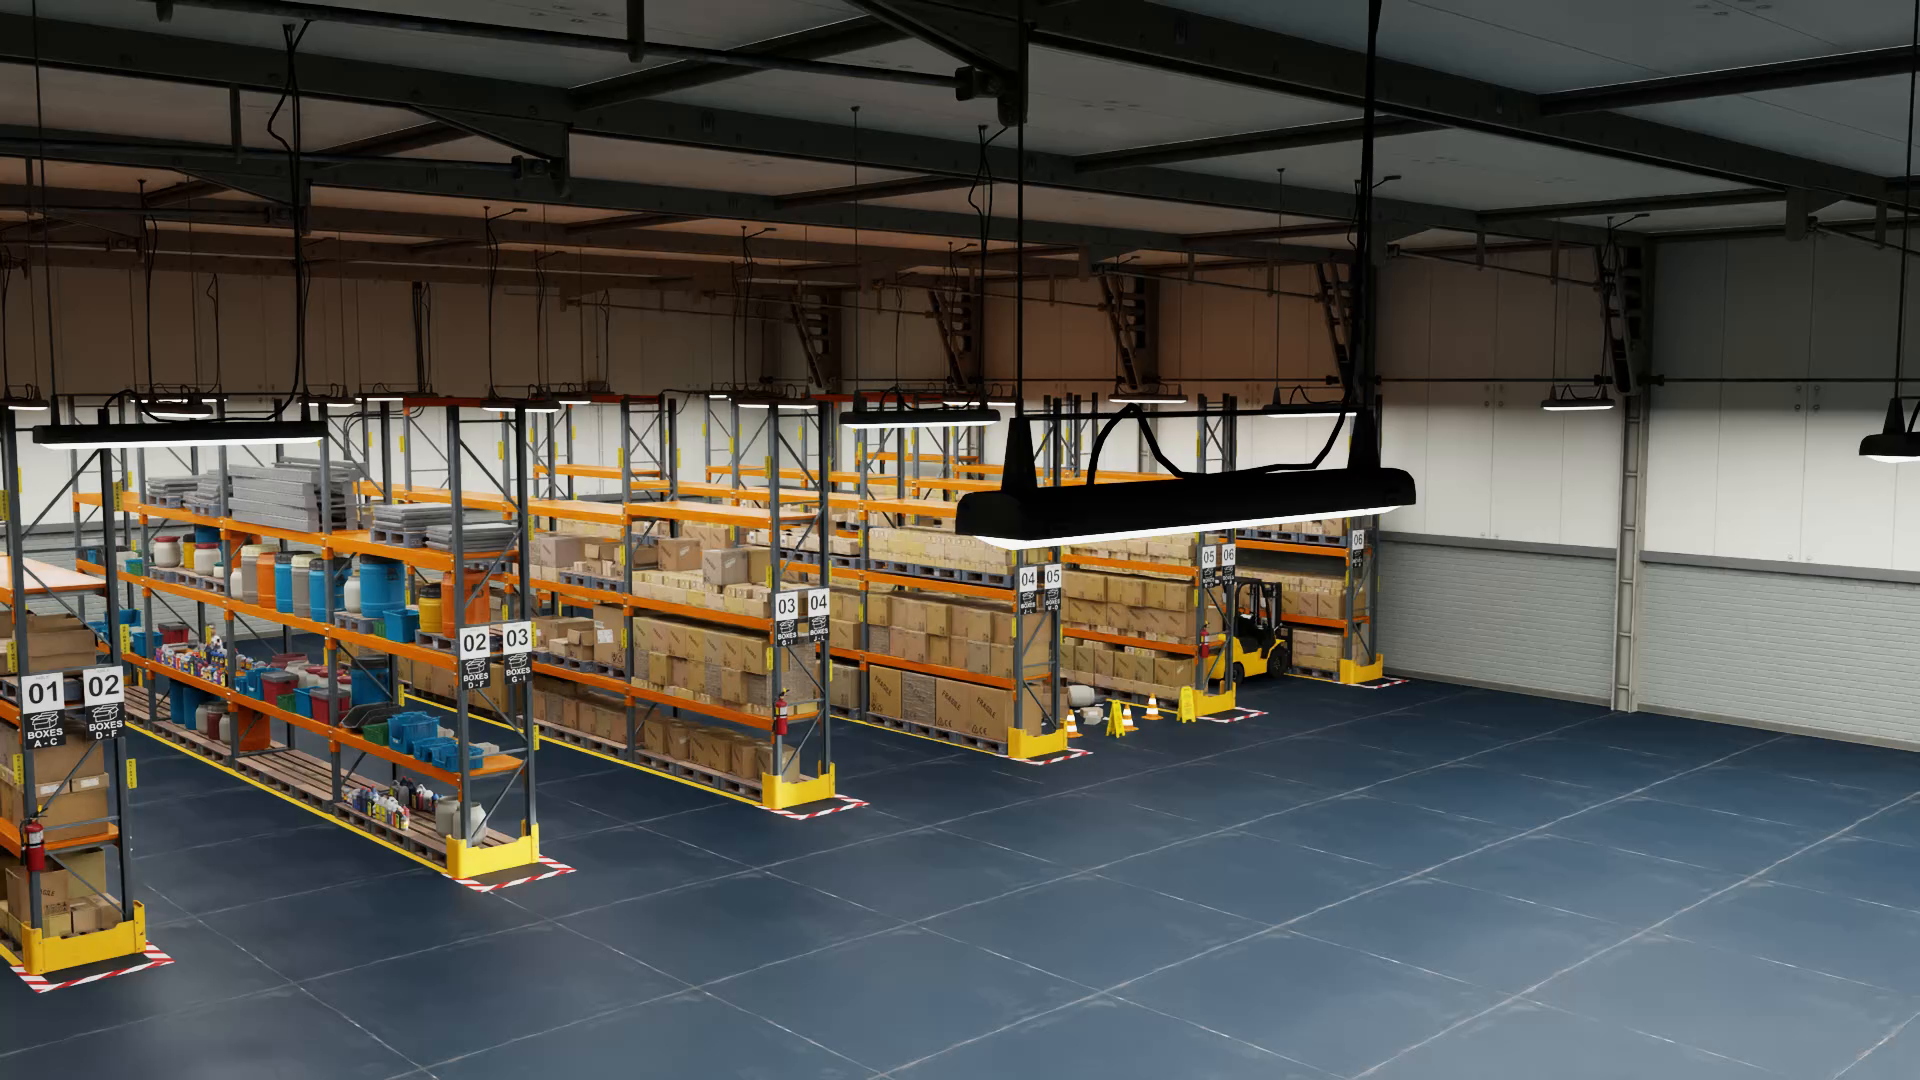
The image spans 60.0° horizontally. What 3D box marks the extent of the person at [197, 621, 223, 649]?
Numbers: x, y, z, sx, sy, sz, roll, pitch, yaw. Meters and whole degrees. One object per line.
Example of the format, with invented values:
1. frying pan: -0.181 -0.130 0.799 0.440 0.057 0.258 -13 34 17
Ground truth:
1. person: -14.512 2.380 32.239 1.051 1.619 0.575 4 7 37
